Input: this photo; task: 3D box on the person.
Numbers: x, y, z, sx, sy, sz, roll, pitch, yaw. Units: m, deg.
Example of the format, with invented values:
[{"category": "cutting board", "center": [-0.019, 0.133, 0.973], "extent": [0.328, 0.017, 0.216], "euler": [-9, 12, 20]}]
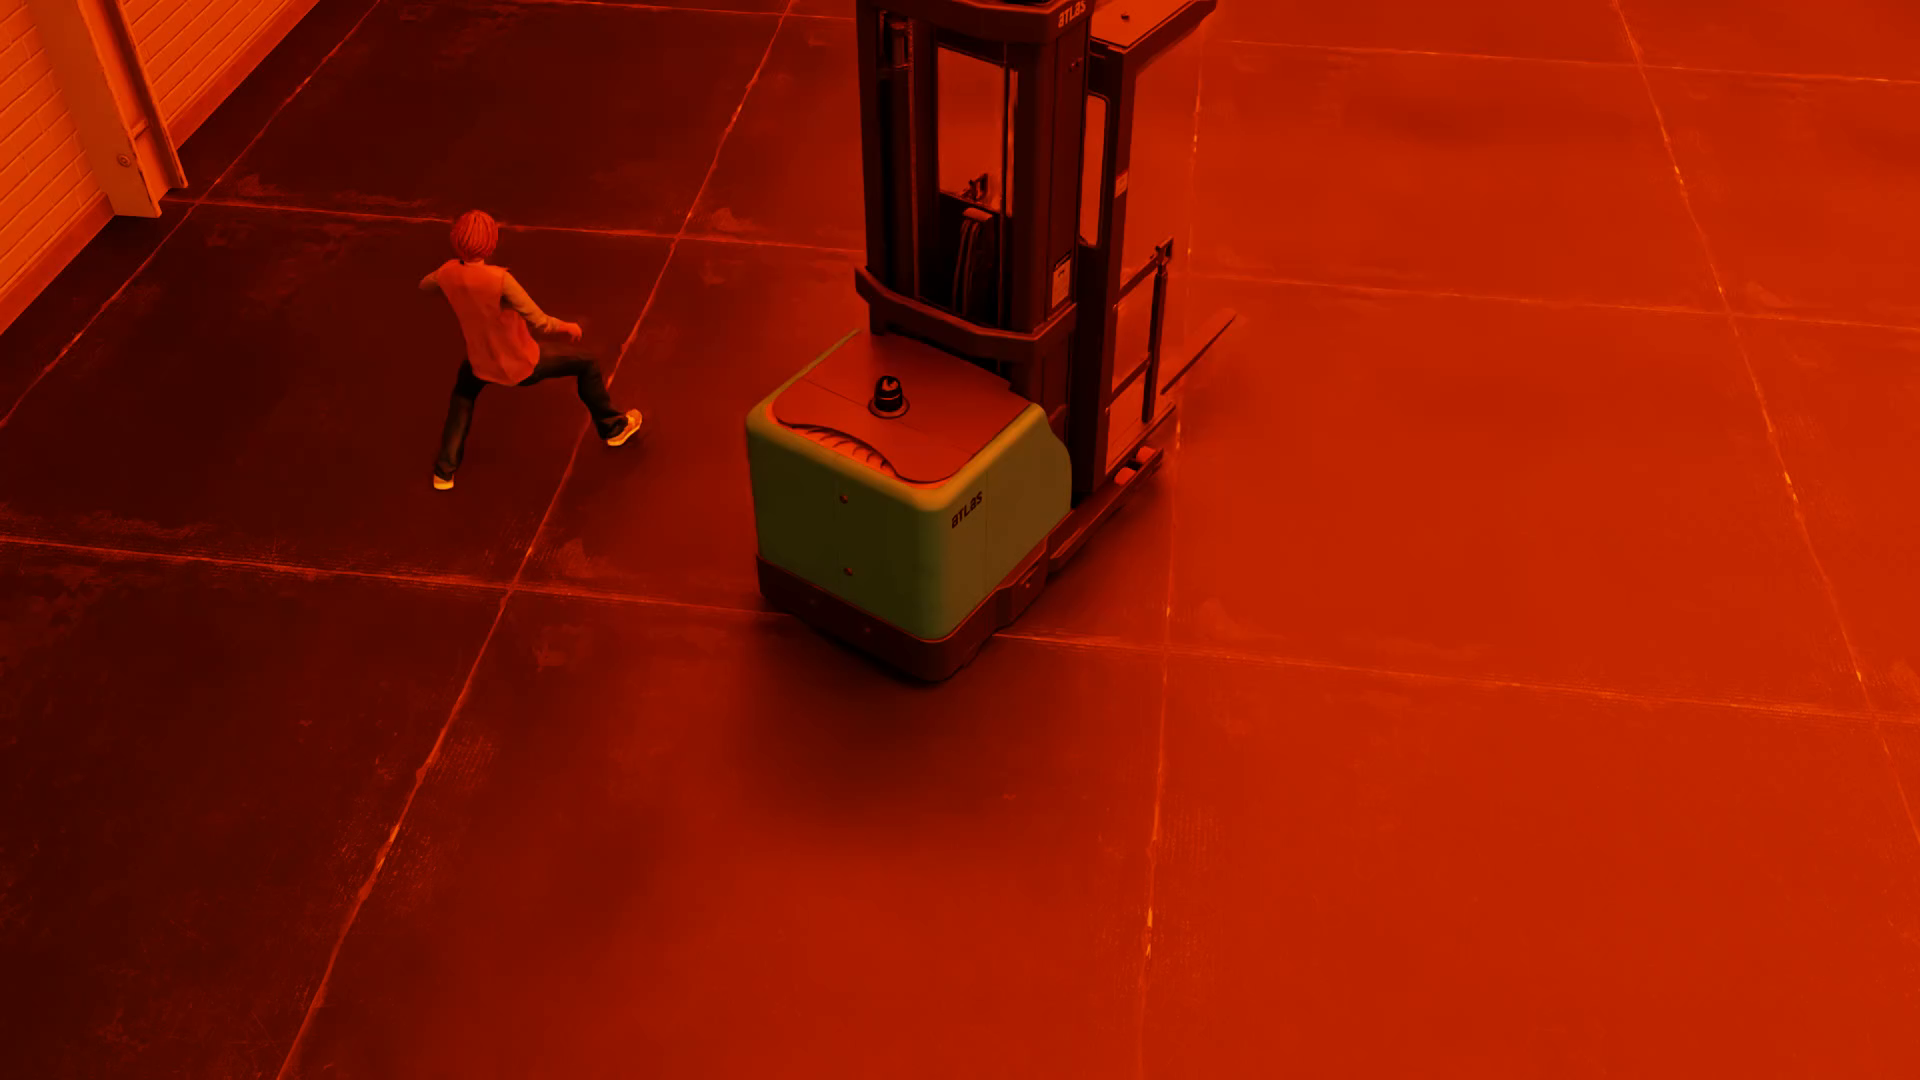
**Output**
[{"category": "person", "center": [-2.155, -0.945, 7.895], "extent": [0.880, 1.460, 0.842], "euler": [13, 44, 14]}]

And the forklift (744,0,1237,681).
[{"category": "forklift", "center": [0.343, -1.436, 7.288], "extent": [1.130, 2.935, 3.031], "euler": [25, 48, 25]}]
